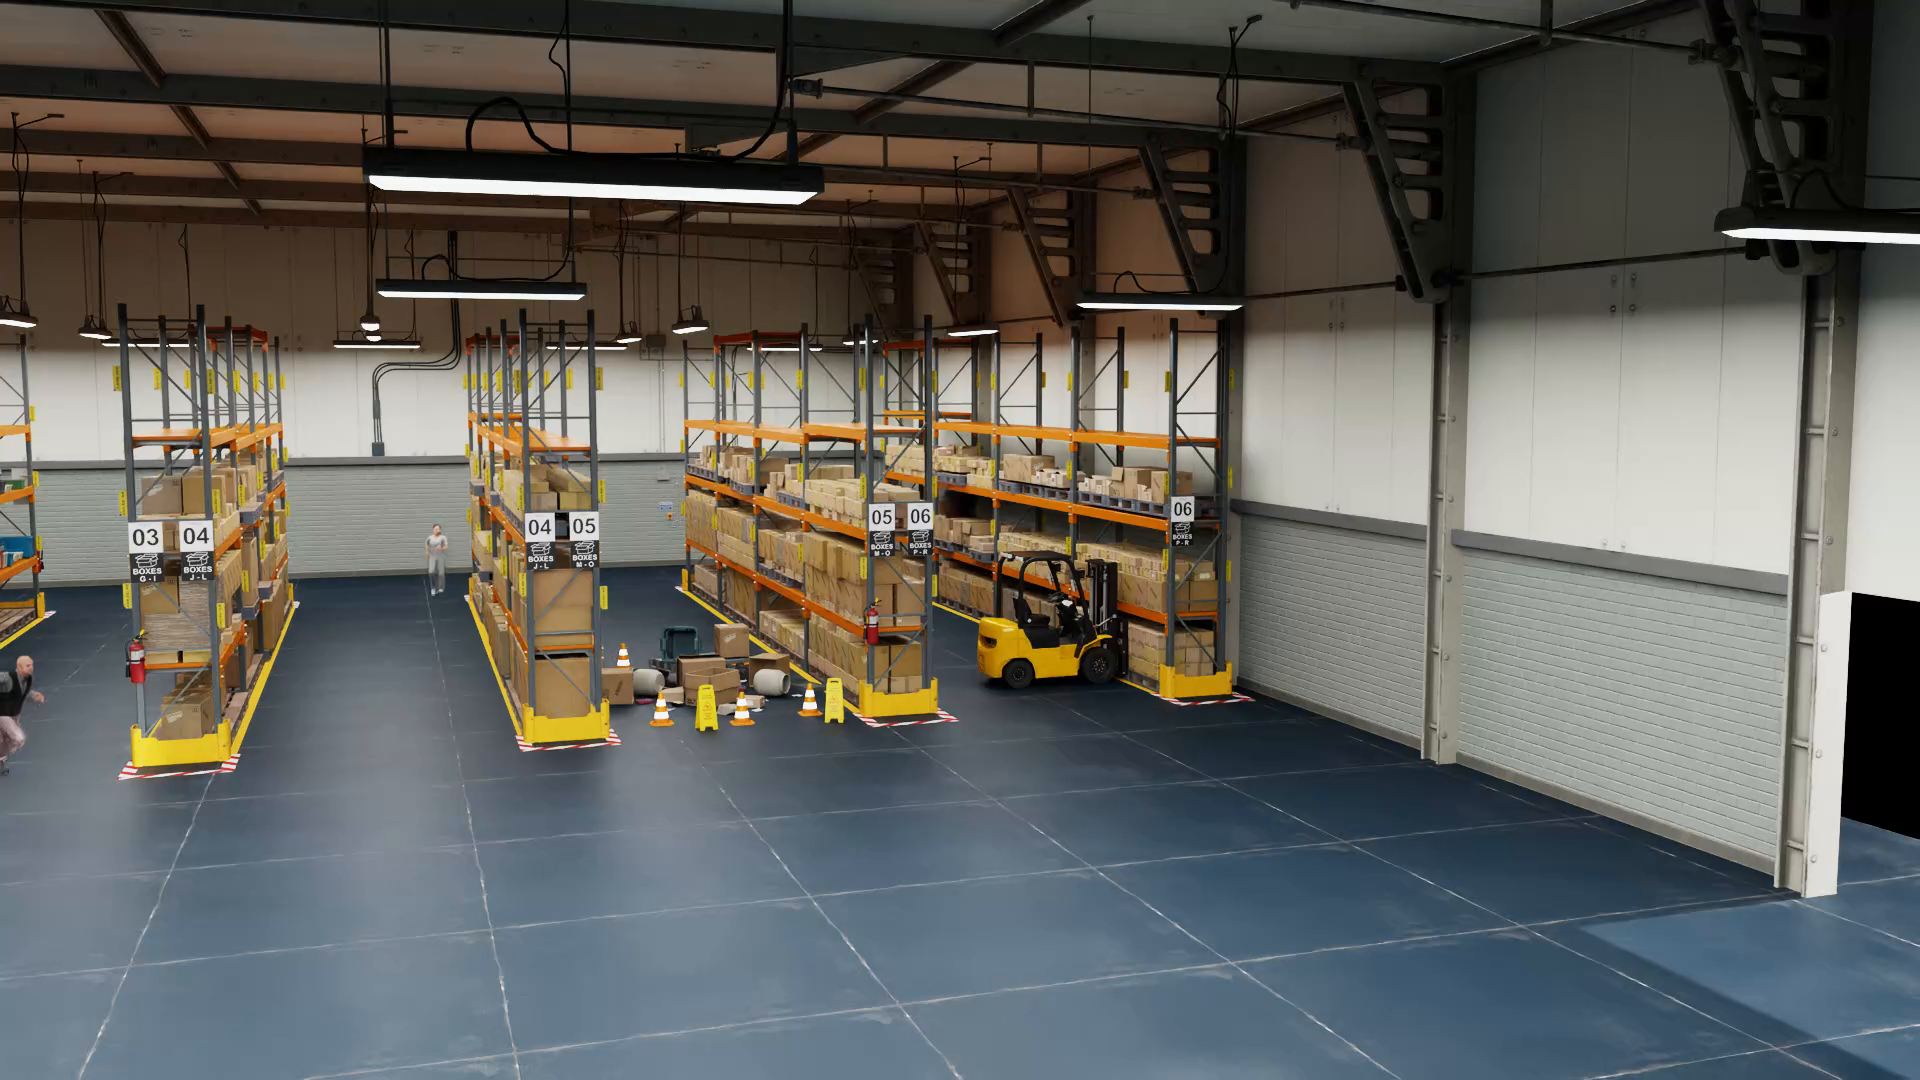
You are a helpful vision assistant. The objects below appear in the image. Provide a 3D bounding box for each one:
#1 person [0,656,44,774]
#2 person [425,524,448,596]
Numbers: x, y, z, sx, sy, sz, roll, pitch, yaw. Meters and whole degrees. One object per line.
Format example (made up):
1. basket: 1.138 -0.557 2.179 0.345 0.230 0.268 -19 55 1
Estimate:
1. person: -12.038 2.234 21.014 0.907 1.545 0.694 1 6 12
2. person: -12.292 0.468 39.046 0.550 1.688 0.700 -1 5 -9
